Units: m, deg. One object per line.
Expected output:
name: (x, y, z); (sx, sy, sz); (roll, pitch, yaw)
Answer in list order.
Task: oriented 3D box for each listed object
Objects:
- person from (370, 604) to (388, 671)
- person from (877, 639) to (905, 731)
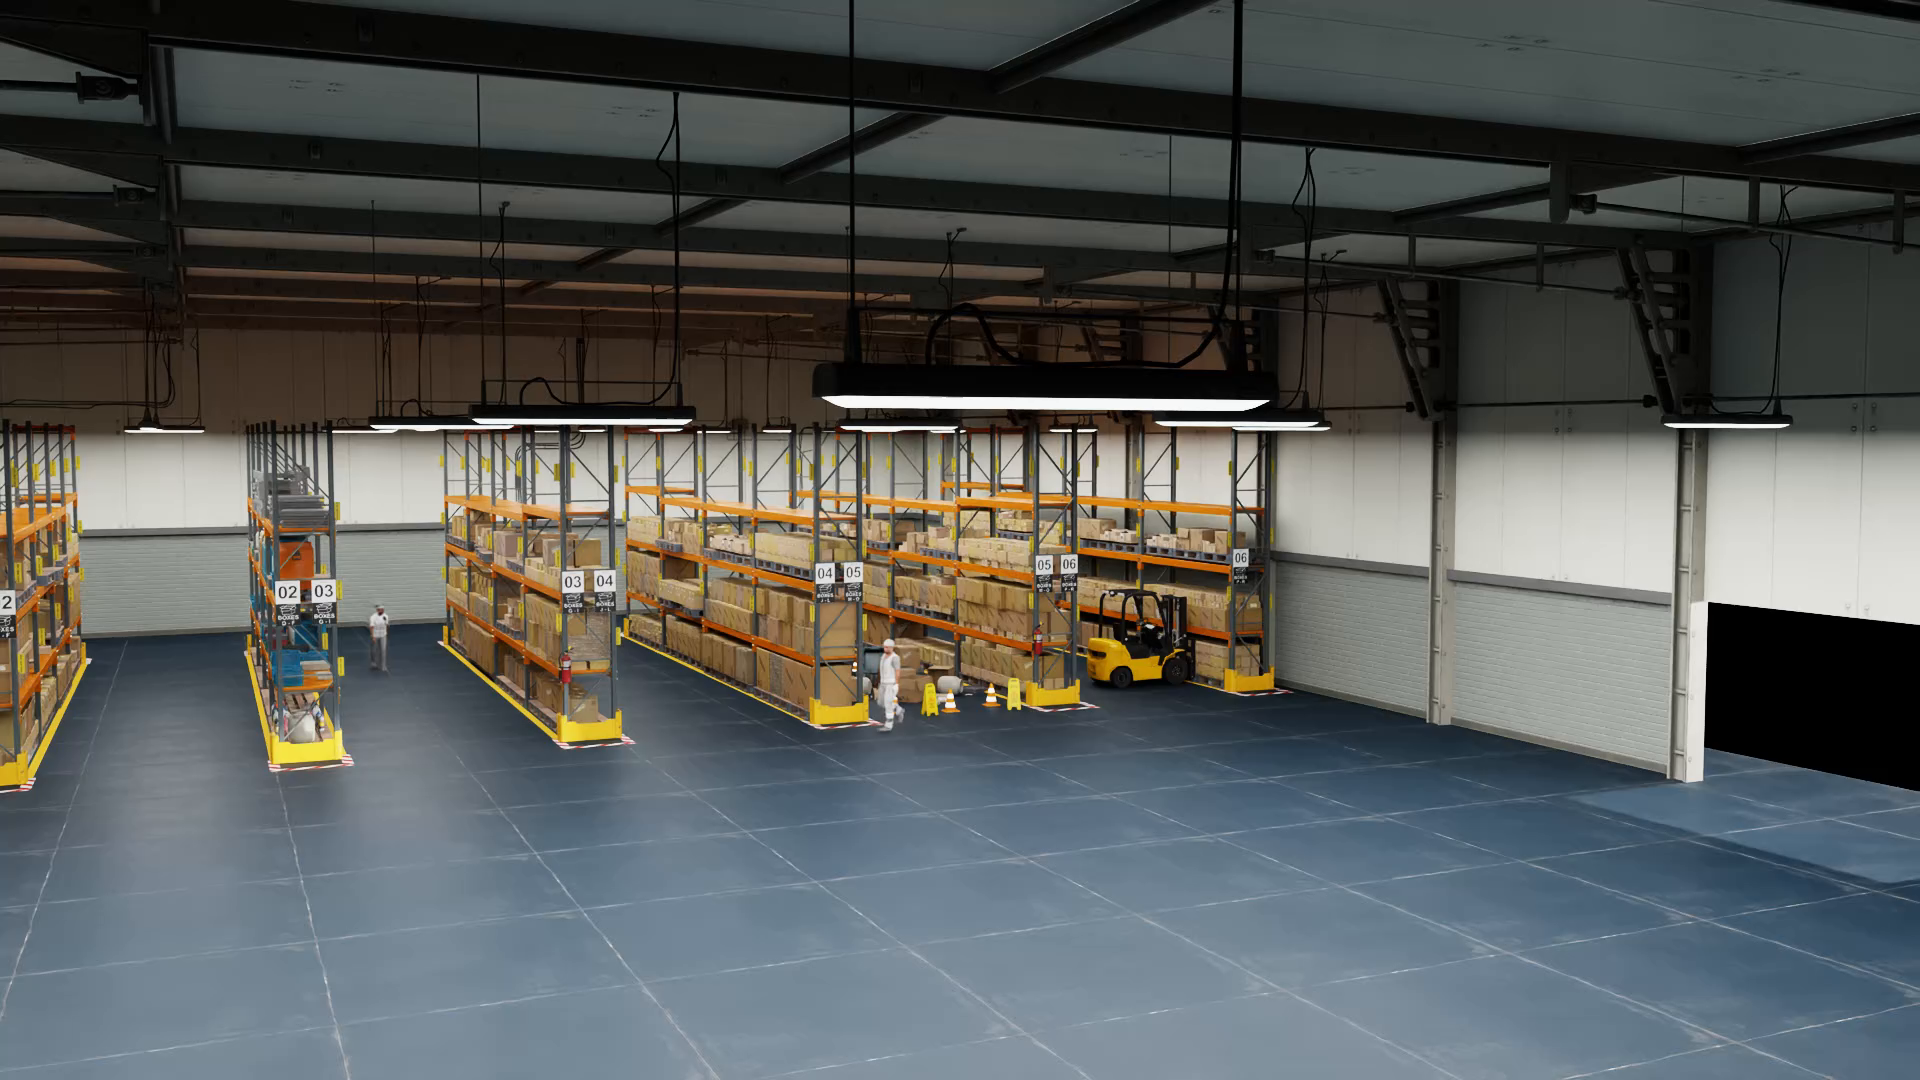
person: (-14.195, 2.350, 40.622); (0.432, 1.621, 1.045); (-2, 4, -25)
person: (-1.331, 2.805, 32.361); (0.683, 1.782, 0.605); (-2, 4, -34)
